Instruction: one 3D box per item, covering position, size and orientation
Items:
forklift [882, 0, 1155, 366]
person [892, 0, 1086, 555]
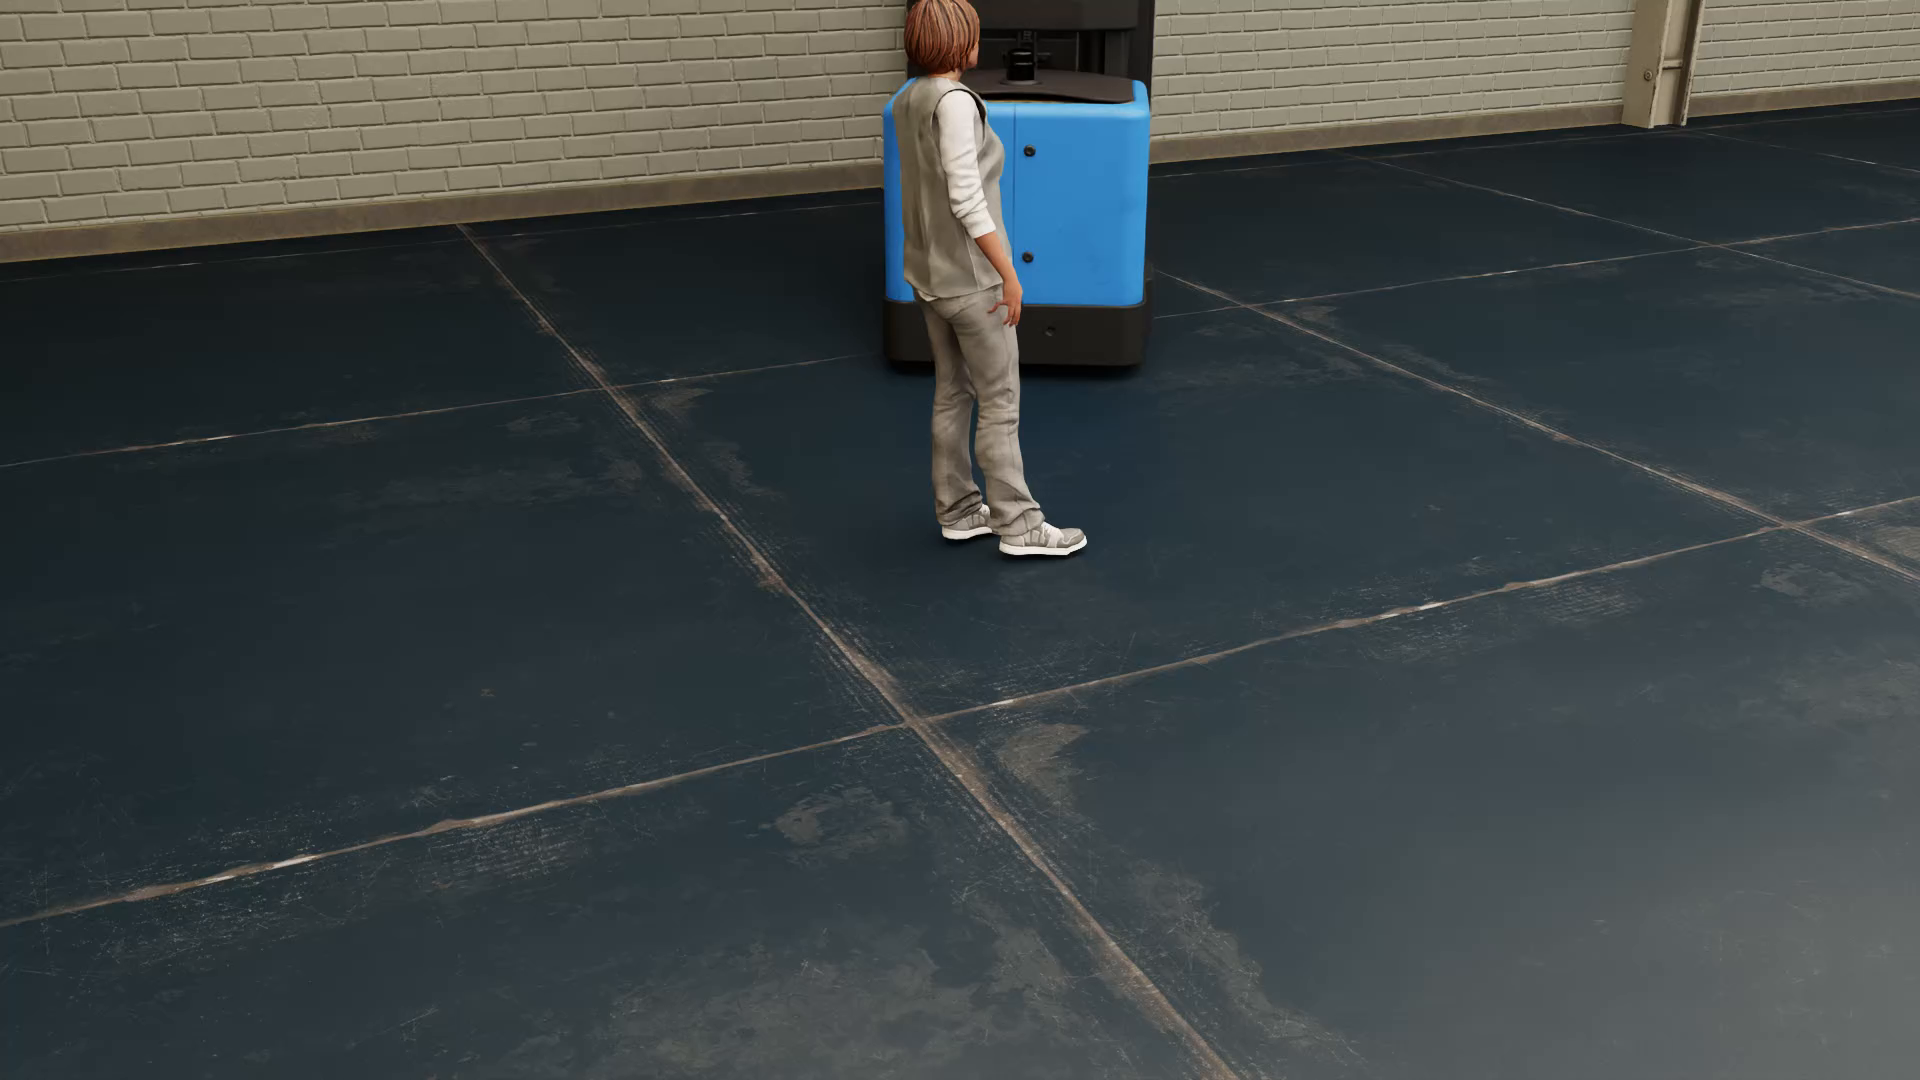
[{"bbox_3d":[0.330,-2.566,7.464,1.130,2.935,3.031,2,23,4],"label":"forklift"},{"bbox_3d":[0.072,-0.751,4.815,0.475,1.596,0.521,-10,25,-23],"label":"person"}]
